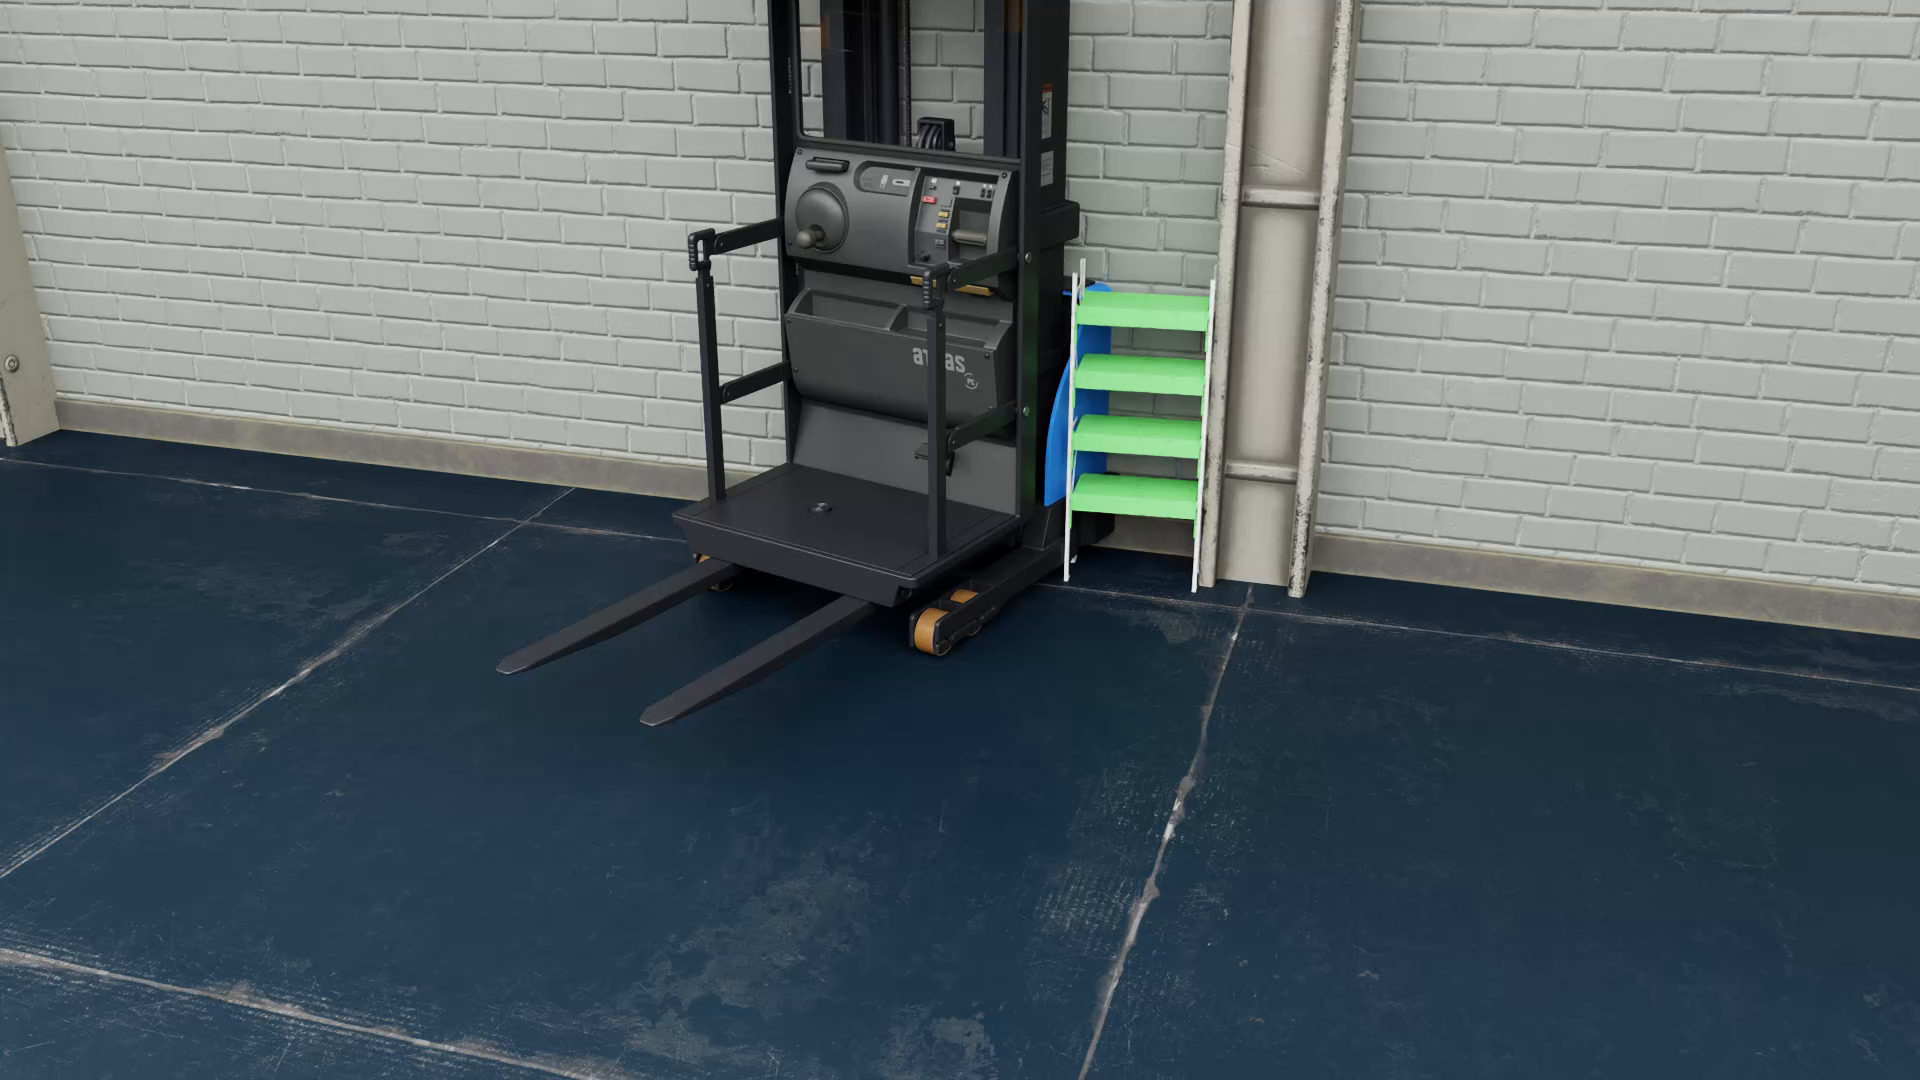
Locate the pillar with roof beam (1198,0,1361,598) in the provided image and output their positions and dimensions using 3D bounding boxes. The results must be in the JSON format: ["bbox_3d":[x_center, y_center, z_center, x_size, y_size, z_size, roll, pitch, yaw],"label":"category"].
[{"bbox_3d":[-0.101,-2.460,0.910,0.400,9.000,9.100,7,23,16],"label":"pillar with roof beam"}]

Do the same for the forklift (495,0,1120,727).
[{"bbox_3d":[-0.346,-1.156,5.727,1.130,2.935,3.031,14,26,31],"label":"forklift"}]

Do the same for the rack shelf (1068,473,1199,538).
[{"bbox_3d":[0.669,-0.139,6.325,0.480,0.148,0.258,5,23,10],"label":"rack shelf"}]

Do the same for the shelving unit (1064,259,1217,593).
[{"bbox_3d":[0.670,-0.419,6.208,0.503,1.200,0.258,5,23,10],"label":"shelving unit"}]

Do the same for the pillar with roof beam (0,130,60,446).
[{"bbox_3d":[-5.845,-3.118,2.513,0.400,9.000,9.100,7,23,16],"label":"pillar with roof beam"}]

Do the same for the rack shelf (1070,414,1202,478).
[{"bbox_3d":[0.670,-0.360,6.232,0.480,0.148,0.258,5,23,10],"label":"rack shelf"}]

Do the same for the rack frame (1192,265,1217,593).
[{"bbox_3d":[0.909,-0.400,6.164,0.015,1.200,0.240,5,23,10],"label":"rack frame"}]

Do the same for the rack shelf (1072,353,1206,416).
[{"bbox_3d":[0.670,-0.582,6.140,0.480,0.148,0.258,5,23,10],"label":"rack shelf"}]

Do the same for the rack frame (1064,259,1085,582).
[{"bbox_3d":[0.431,-0.438,6.252,0.015,1.200,0.240,5,23,10],"label":"rack frame"}]

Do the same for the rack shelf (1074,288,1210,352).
[{"bbox_3d":[0.671,-0.804,6.048,0.480,0.148,0.258,5,23,10],"label":"rack shelf"}]
